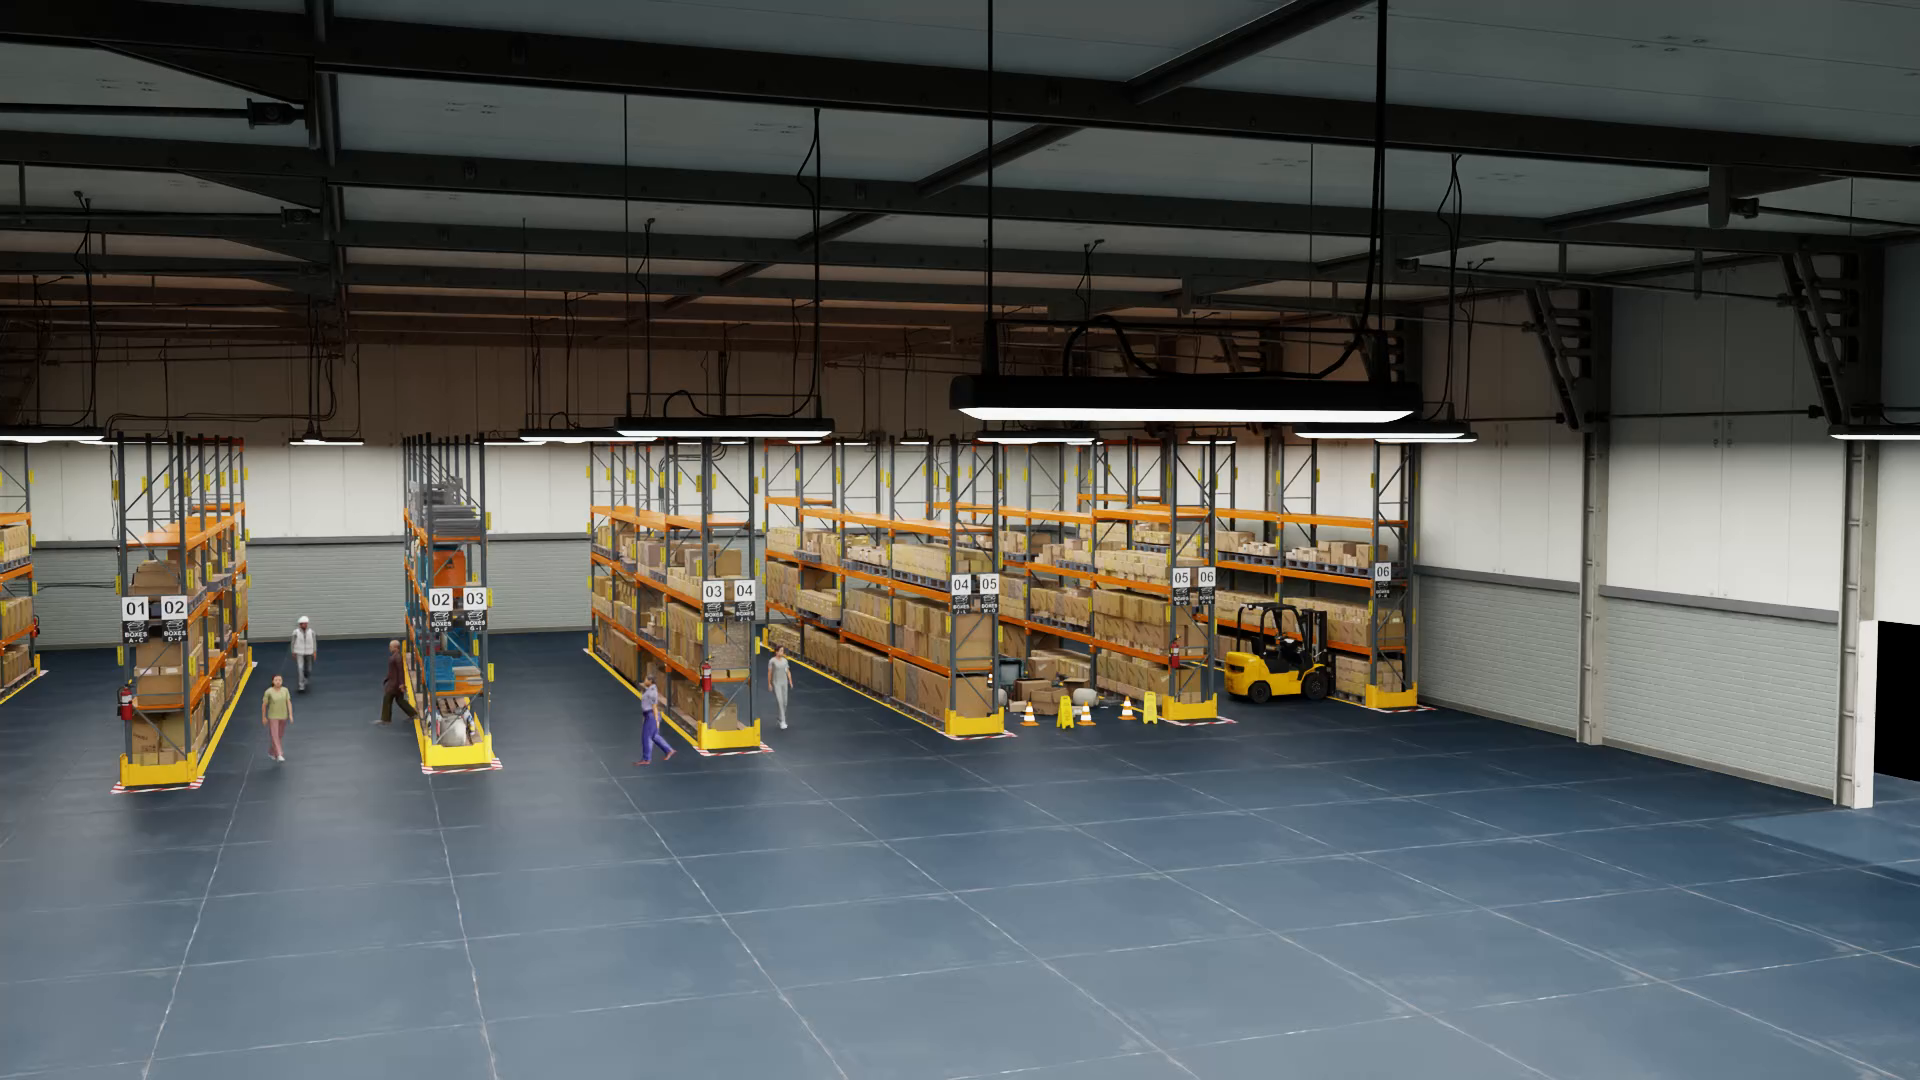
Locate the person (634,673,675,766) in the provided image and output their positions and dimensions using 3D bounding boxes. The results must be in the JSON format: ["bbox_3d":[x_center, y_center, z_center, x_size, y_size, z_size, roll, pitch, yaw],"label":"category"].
[{"bbox_3d":[-5.539,3.228,30.108,0.734,1.636,0.462,-1,3,-10],"label":"person"}]

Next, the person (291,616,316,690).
[{"bbox_3d":[-15.601,2.673,39.533,0.554,1.719,1.019,-2,4,-37],"label":"person"}]

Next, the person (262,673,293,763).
[{"bbox_3d":[-12.333,3.218,30.119,1.059,1.608,0.486,3,4,41],"label":"person"}]

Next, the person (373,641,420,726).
[{"bbox_3d":[-11.670,2.949,34.438,0.873,1.743,0.639,-1,3,-9],"label":"person"}]

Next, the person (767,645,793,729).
[{"bbox_3d":[-3.646,3.009,34.239,0.470,1.668,0.743,-2,4,-35],"label":"person"}]
